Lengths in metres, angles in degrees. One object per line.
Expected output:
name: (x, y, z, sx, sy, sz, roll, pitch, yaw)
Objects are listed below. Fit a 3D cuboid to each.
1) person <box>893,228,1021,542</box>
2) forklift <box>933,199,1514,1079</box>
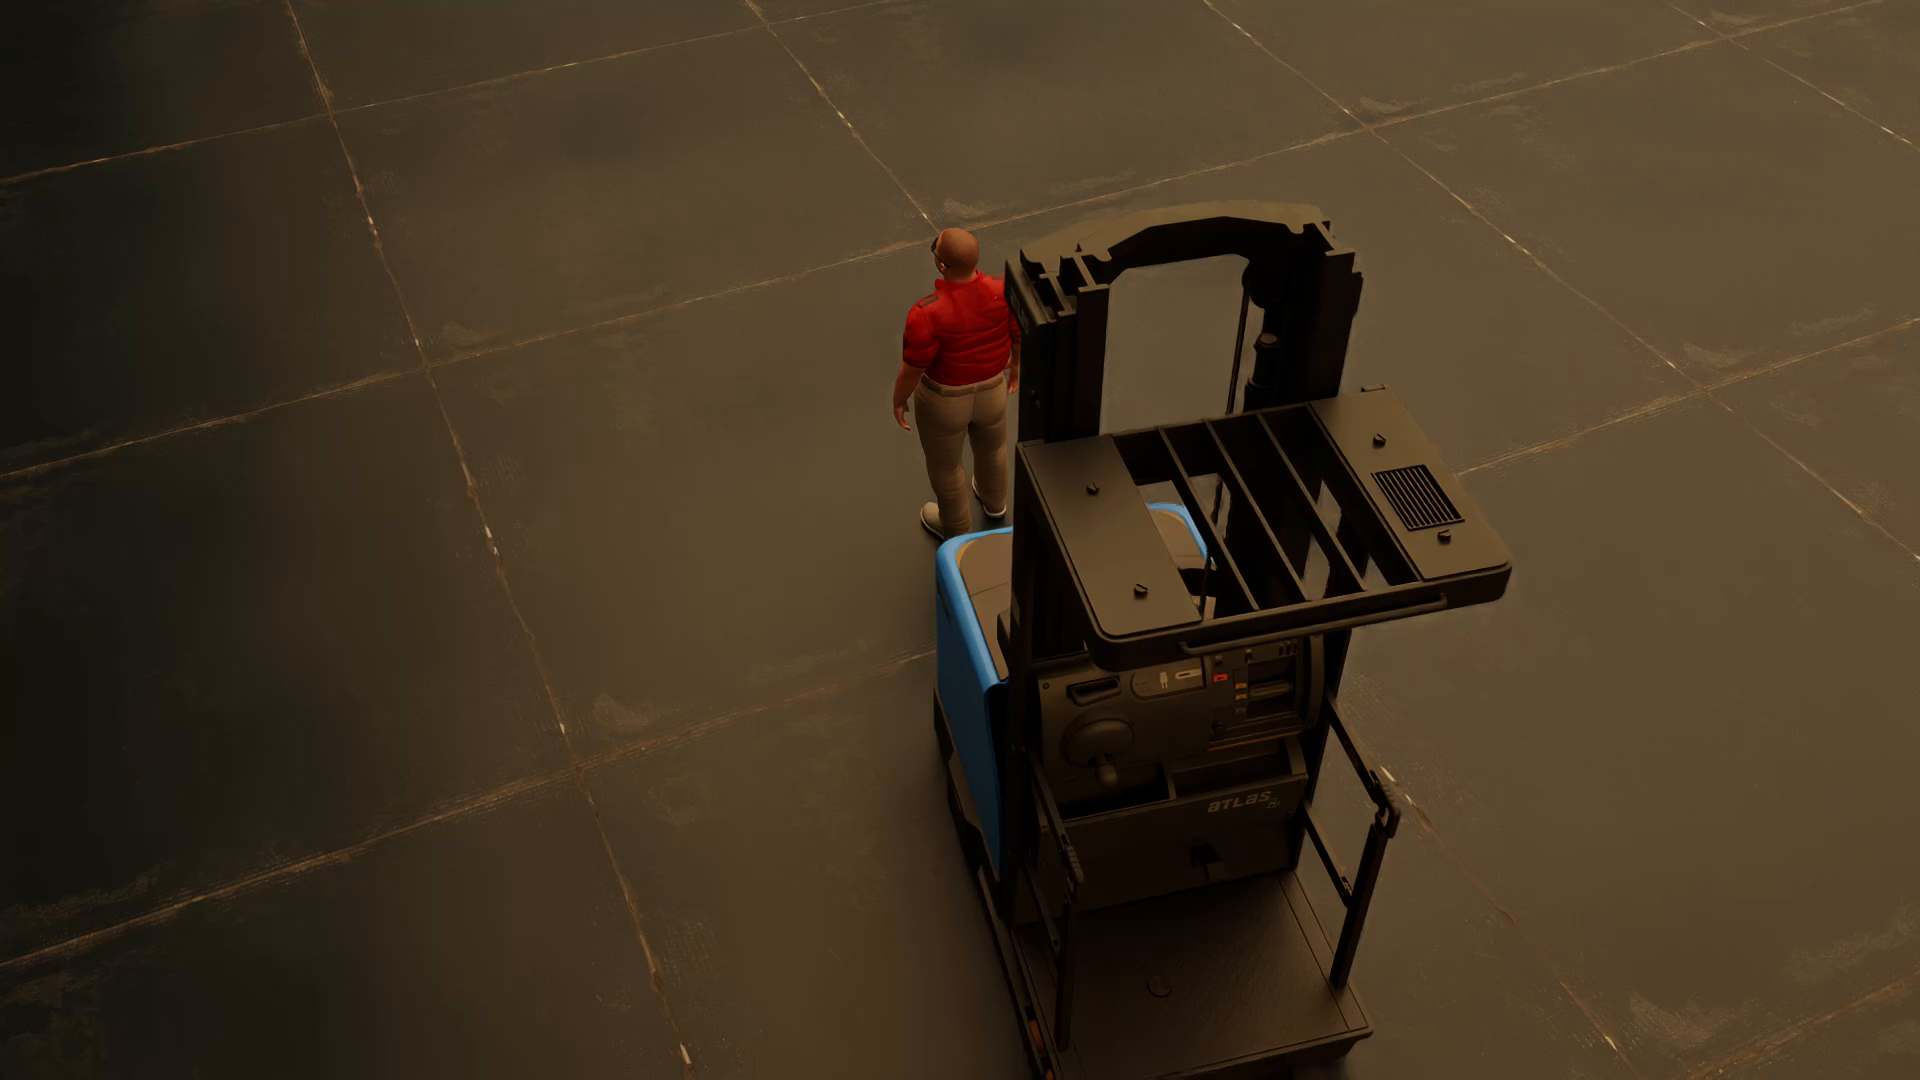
person: (-0.028, -0.697, 7.296, 0.641, 1.727, 0.550, -18, 46, -18)
forklift: (0.748, 0.603, 5.034, 1.130, 2.935, 3.031, -10, 44, -10)
